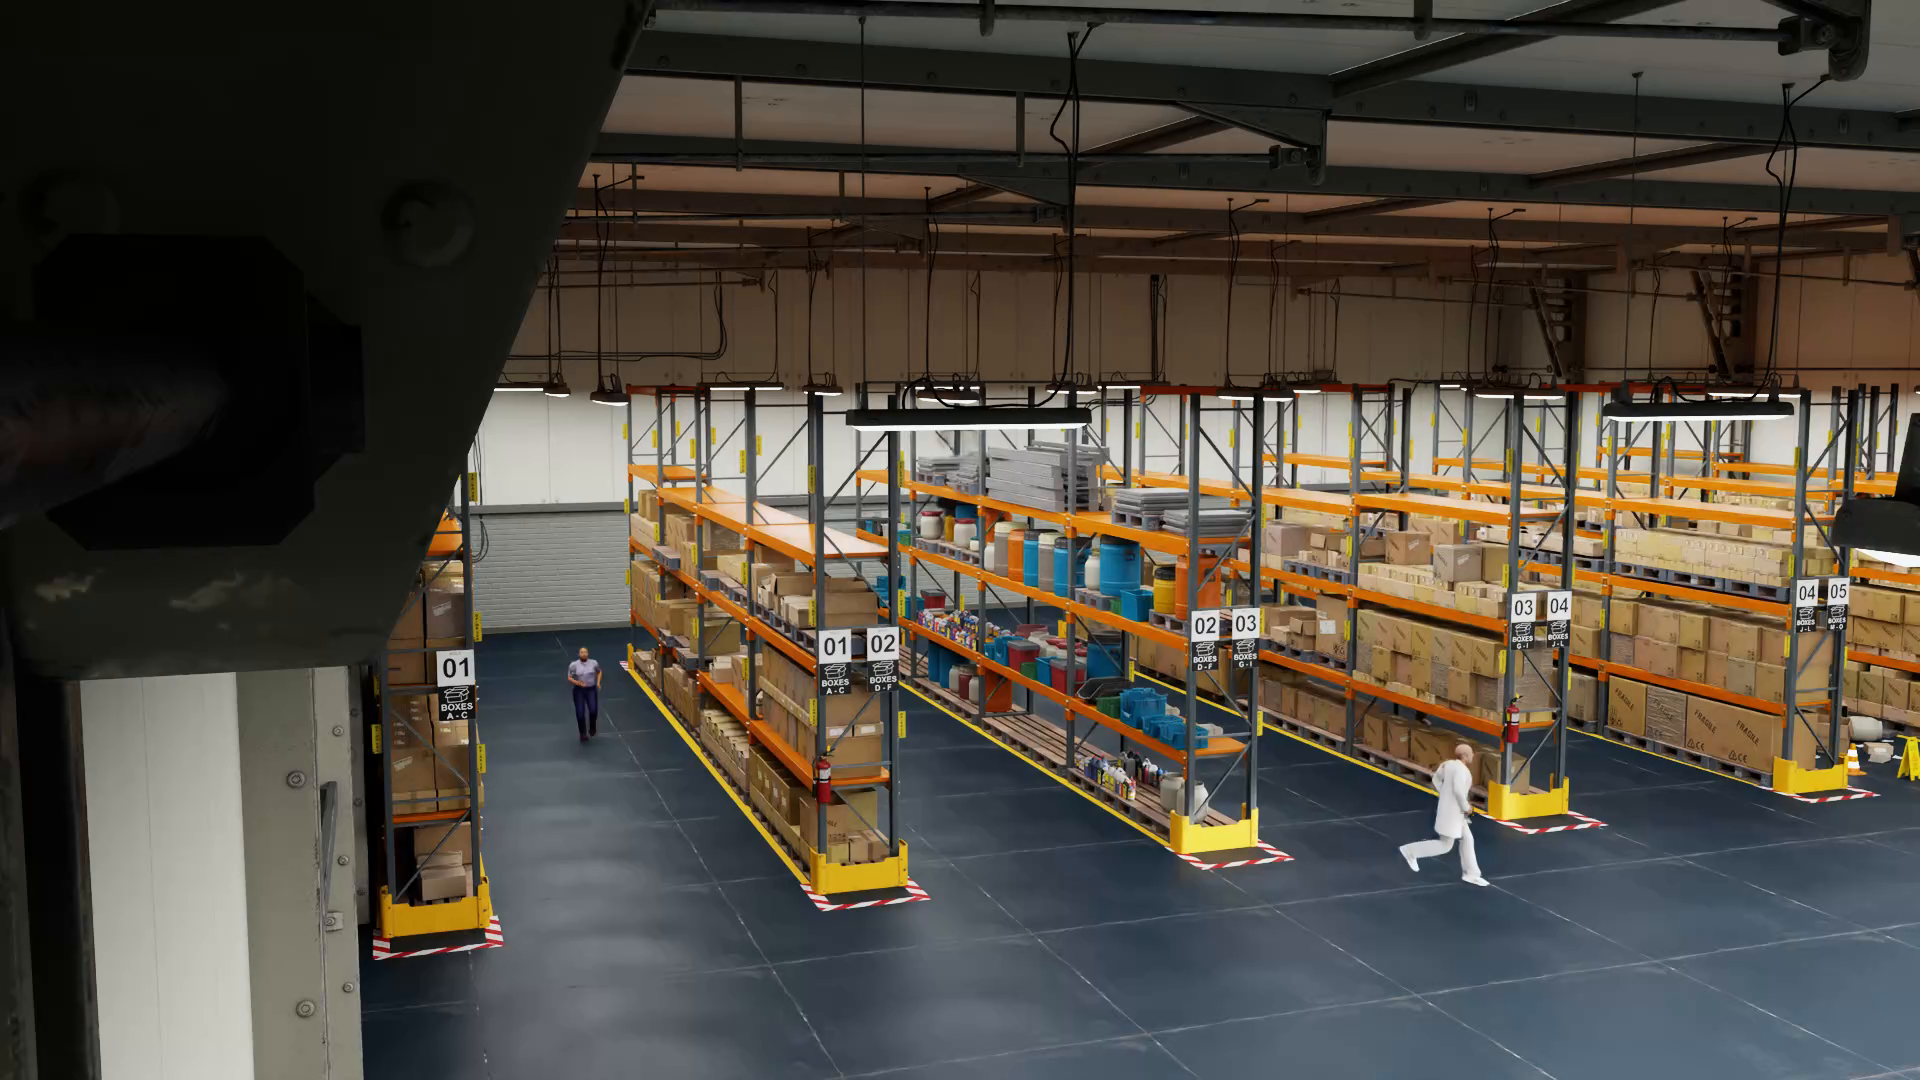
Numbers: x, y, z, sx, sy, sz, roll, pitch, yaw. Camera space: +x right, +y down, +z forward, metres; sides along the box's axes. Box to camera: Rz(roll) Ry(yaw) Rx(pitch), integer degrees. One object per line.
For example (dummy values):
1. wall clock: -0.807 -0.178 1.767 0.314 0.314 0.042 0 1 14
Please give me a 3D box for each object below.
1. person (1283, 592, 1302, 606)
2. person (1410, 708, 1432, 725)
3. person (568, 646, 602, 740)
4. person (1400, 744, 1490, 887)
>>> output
1. person: 8.227 1.228 41.069 0.721 1.794 0.747 1 6 11
2. person: 8.368 2.442 29.609 0.697 1.706 0.778 -4 7 -37
3. person: -6.363 2.610 28.280 0.591 1.609 0.577 -2 6 -18
4. person: 5.956 3.379 20.375 1.111 1.779 0.714 0 6 5
